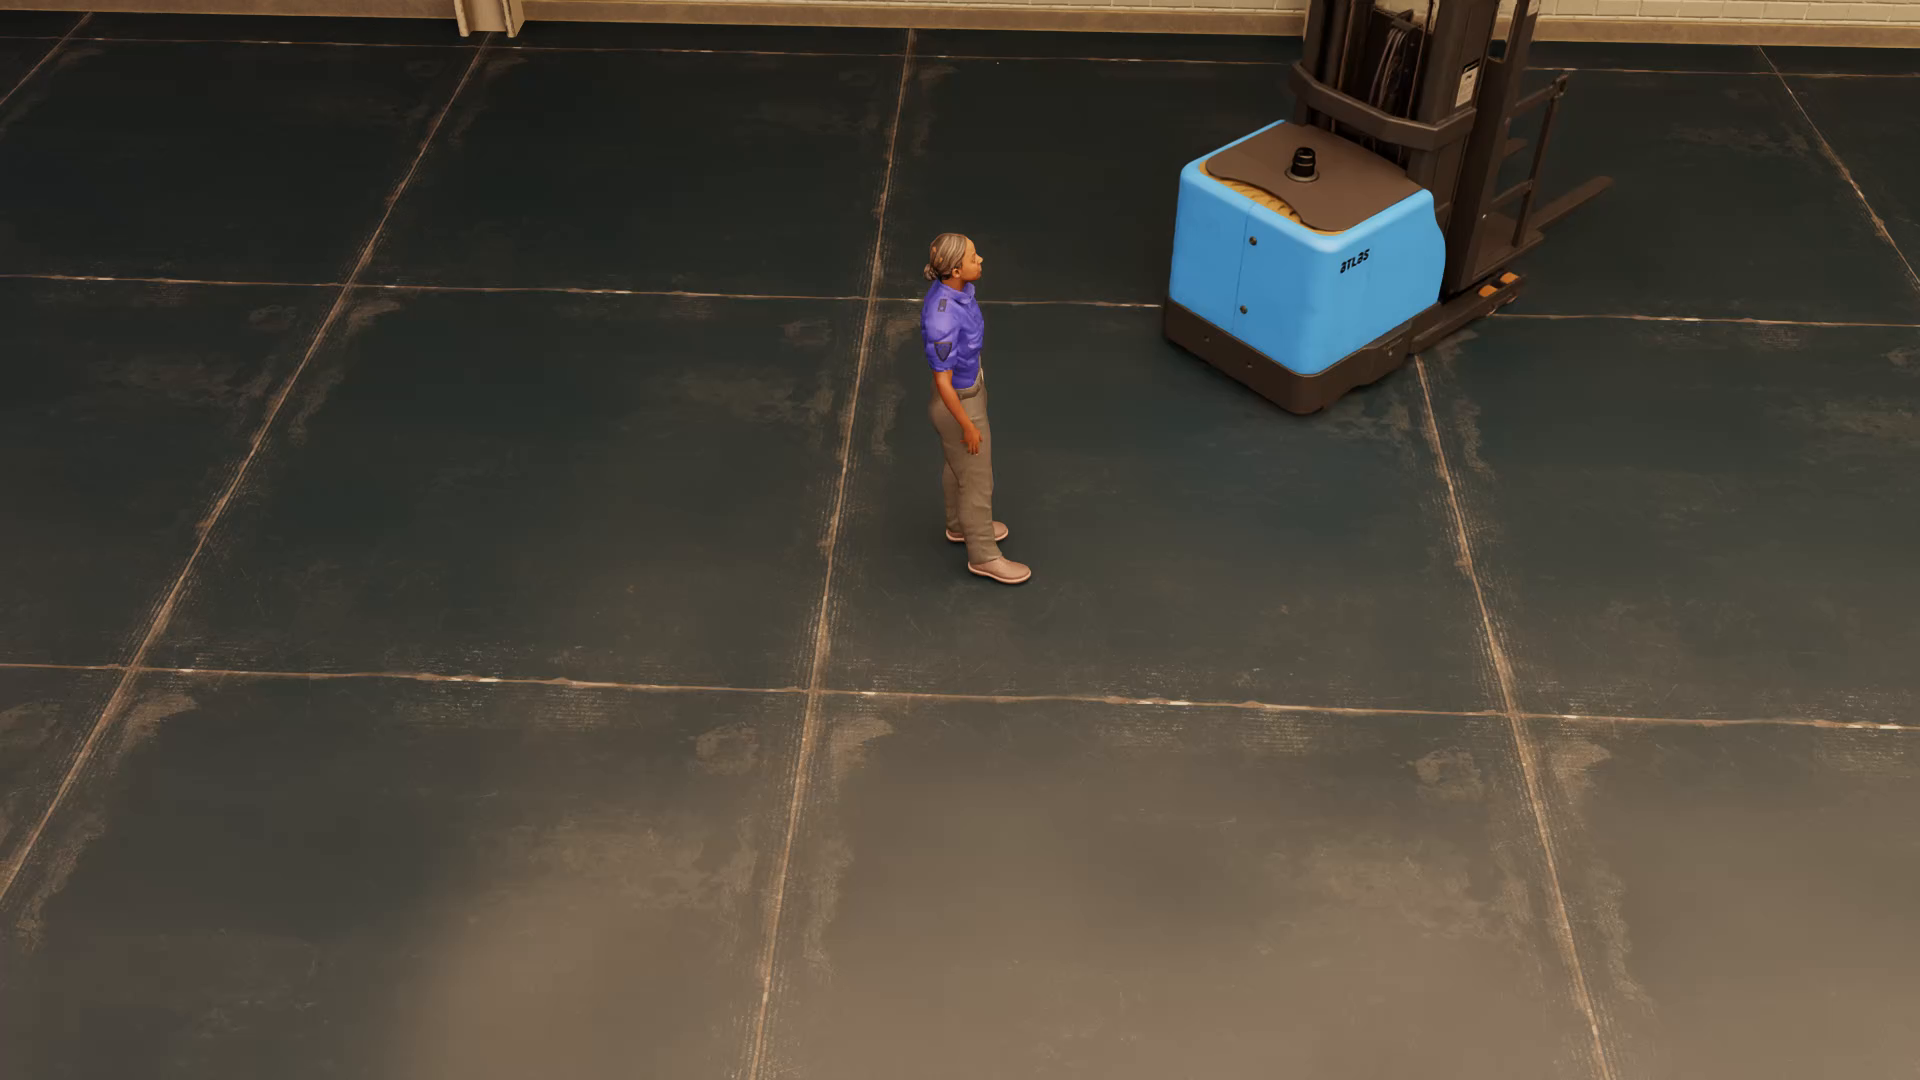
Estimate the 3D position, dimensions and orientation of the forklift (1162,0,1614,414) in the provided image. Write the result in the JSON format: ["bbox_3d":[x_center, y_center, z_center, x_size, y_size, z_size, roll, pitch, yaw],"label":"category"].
[{"bbox_3d":[2.547,-2.578,8.566,3.031,2.935,1.130,-30,50,-29],"label":"forklift"}]

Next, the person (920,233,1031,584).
[{"bbox_3d":[0.086,-0.600,7.336,0.504,1.654,0.569,2,42,2],"label":"person"}]
